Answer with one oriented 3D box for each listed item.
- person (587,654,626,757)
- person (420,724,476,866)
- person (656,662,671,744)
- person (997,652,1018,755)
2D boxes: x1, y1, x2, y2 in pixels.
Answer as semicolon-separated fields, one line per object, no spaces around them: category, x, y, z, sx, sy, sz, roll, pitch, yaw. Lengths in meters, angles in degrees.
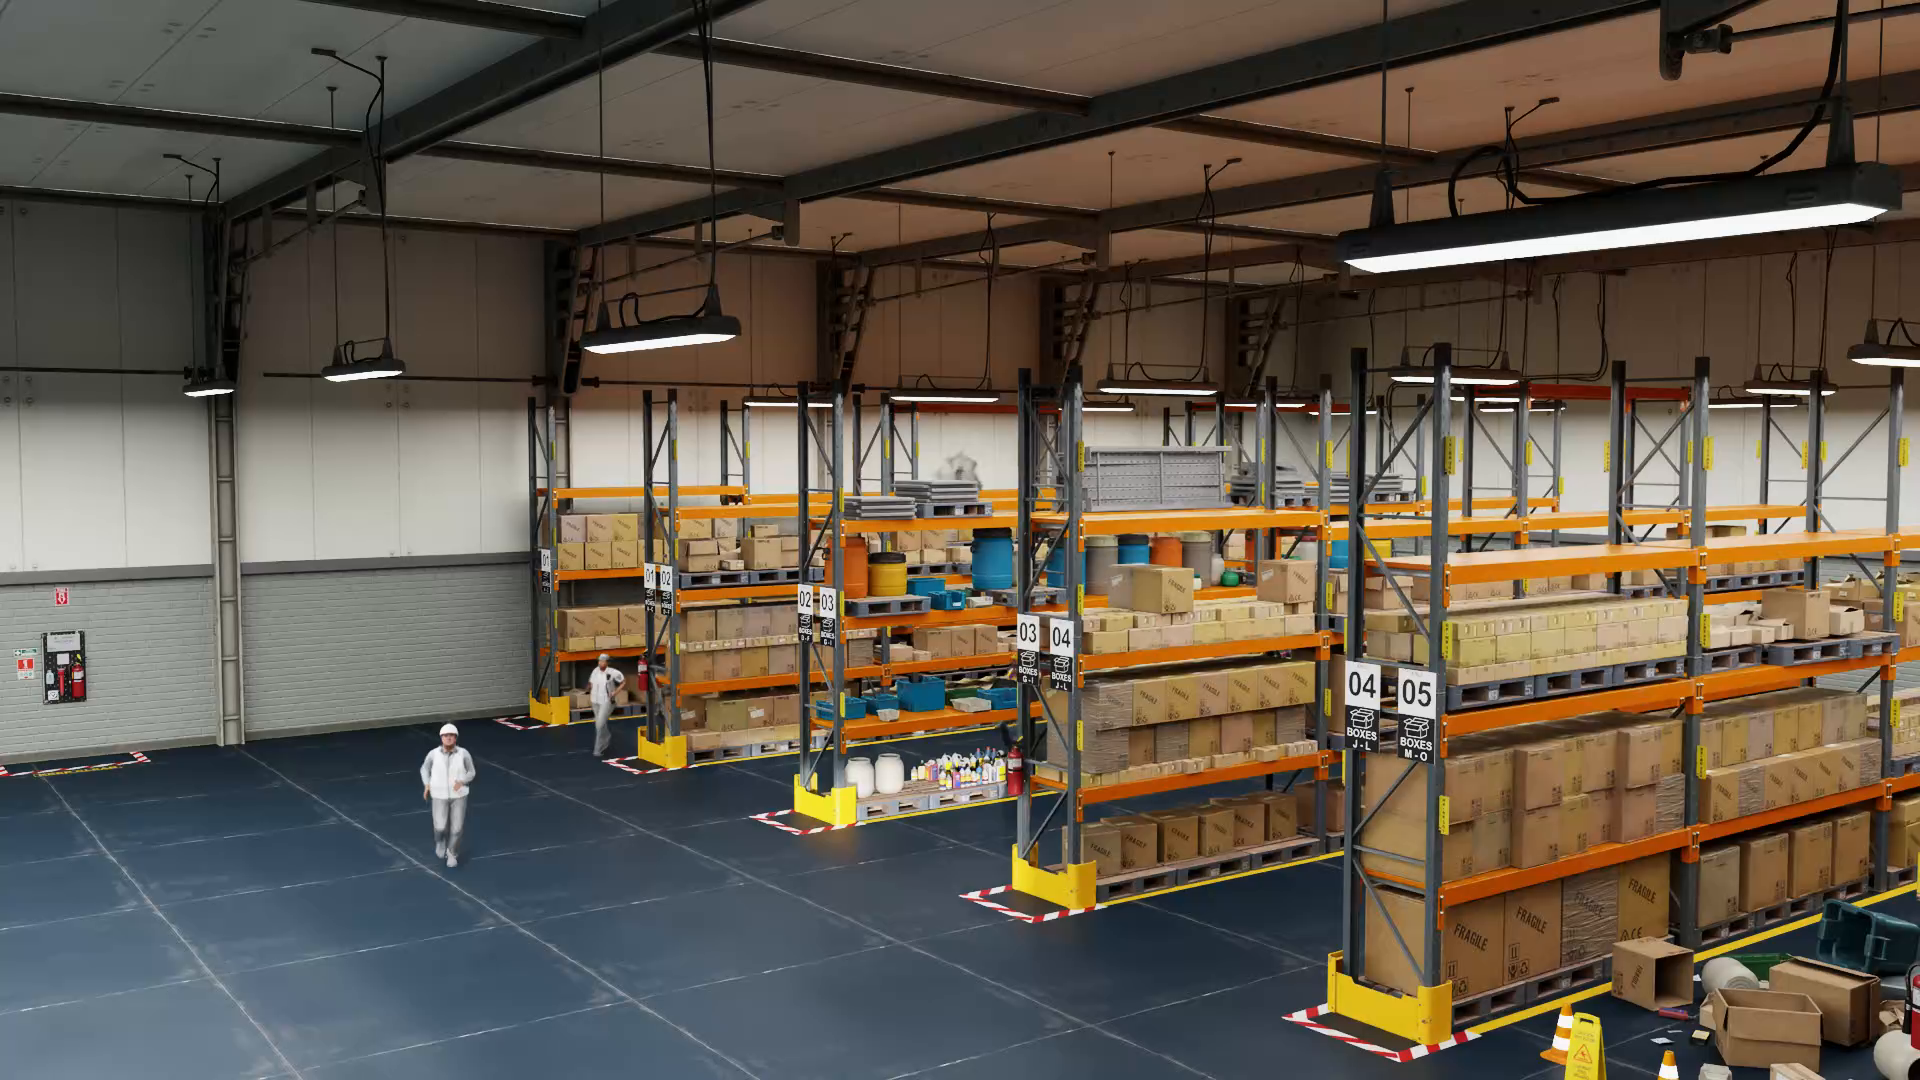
person;-5.867;2.730;27.498;0.603;1.731;0.728;2;4;26
person;-6.207;3.107;20.176;0.650;1.732;0.566;-1;4;-16
person;-4.909;2.614;28.494;0.704;1.721;0.777;3;5;44
person;0.893;2.701;26.868;0.728;1.799;0.670;-3;5;-43
